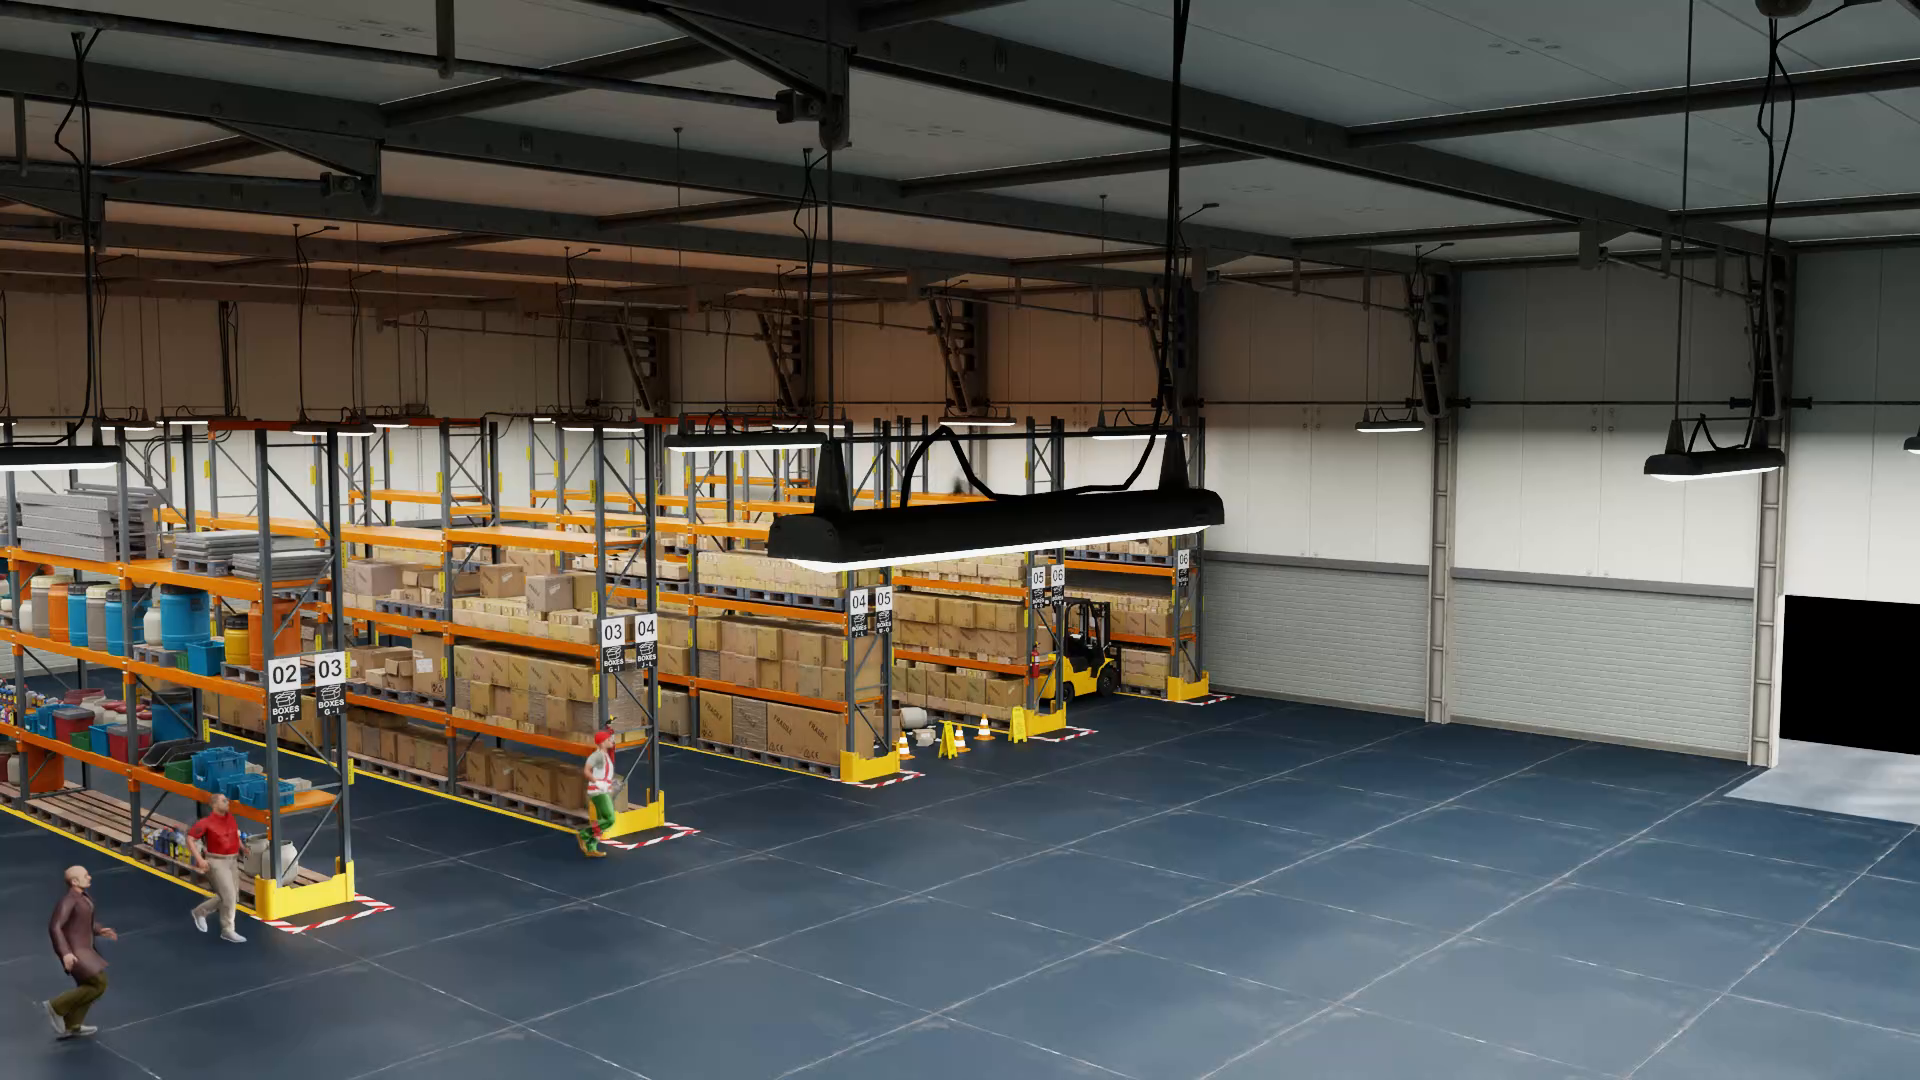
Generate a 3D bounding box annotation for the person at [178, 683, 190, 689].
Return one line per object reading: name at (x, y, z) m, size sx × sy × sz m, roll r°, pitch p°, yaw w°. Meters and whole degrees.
person at (-13.155, 3.174, 28.225) m, size 0.709 × 1.684 × 0.546 m, roll 3°, pitch 5°, yaw 28°

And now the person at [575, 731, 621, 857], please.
person at (-5.056, 3.537, 23.320) m, size 0.596 × 1.693 × 0.711 m, roll 0°, pitch 5°, yaw -2°

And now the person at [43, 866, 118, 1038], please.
person at (-8.758, 4.097, 16.544) m, size 0.659 × 1.726 × 0.732 m, roll -2°, pitch 5°, yaw -19°

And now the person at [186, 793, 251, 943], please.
person at (-8.732, 3.865, 19.697) m, size 0.748 × 1.713 × 0.707 m, roll 1°, pitch 5°, yaw 13°
